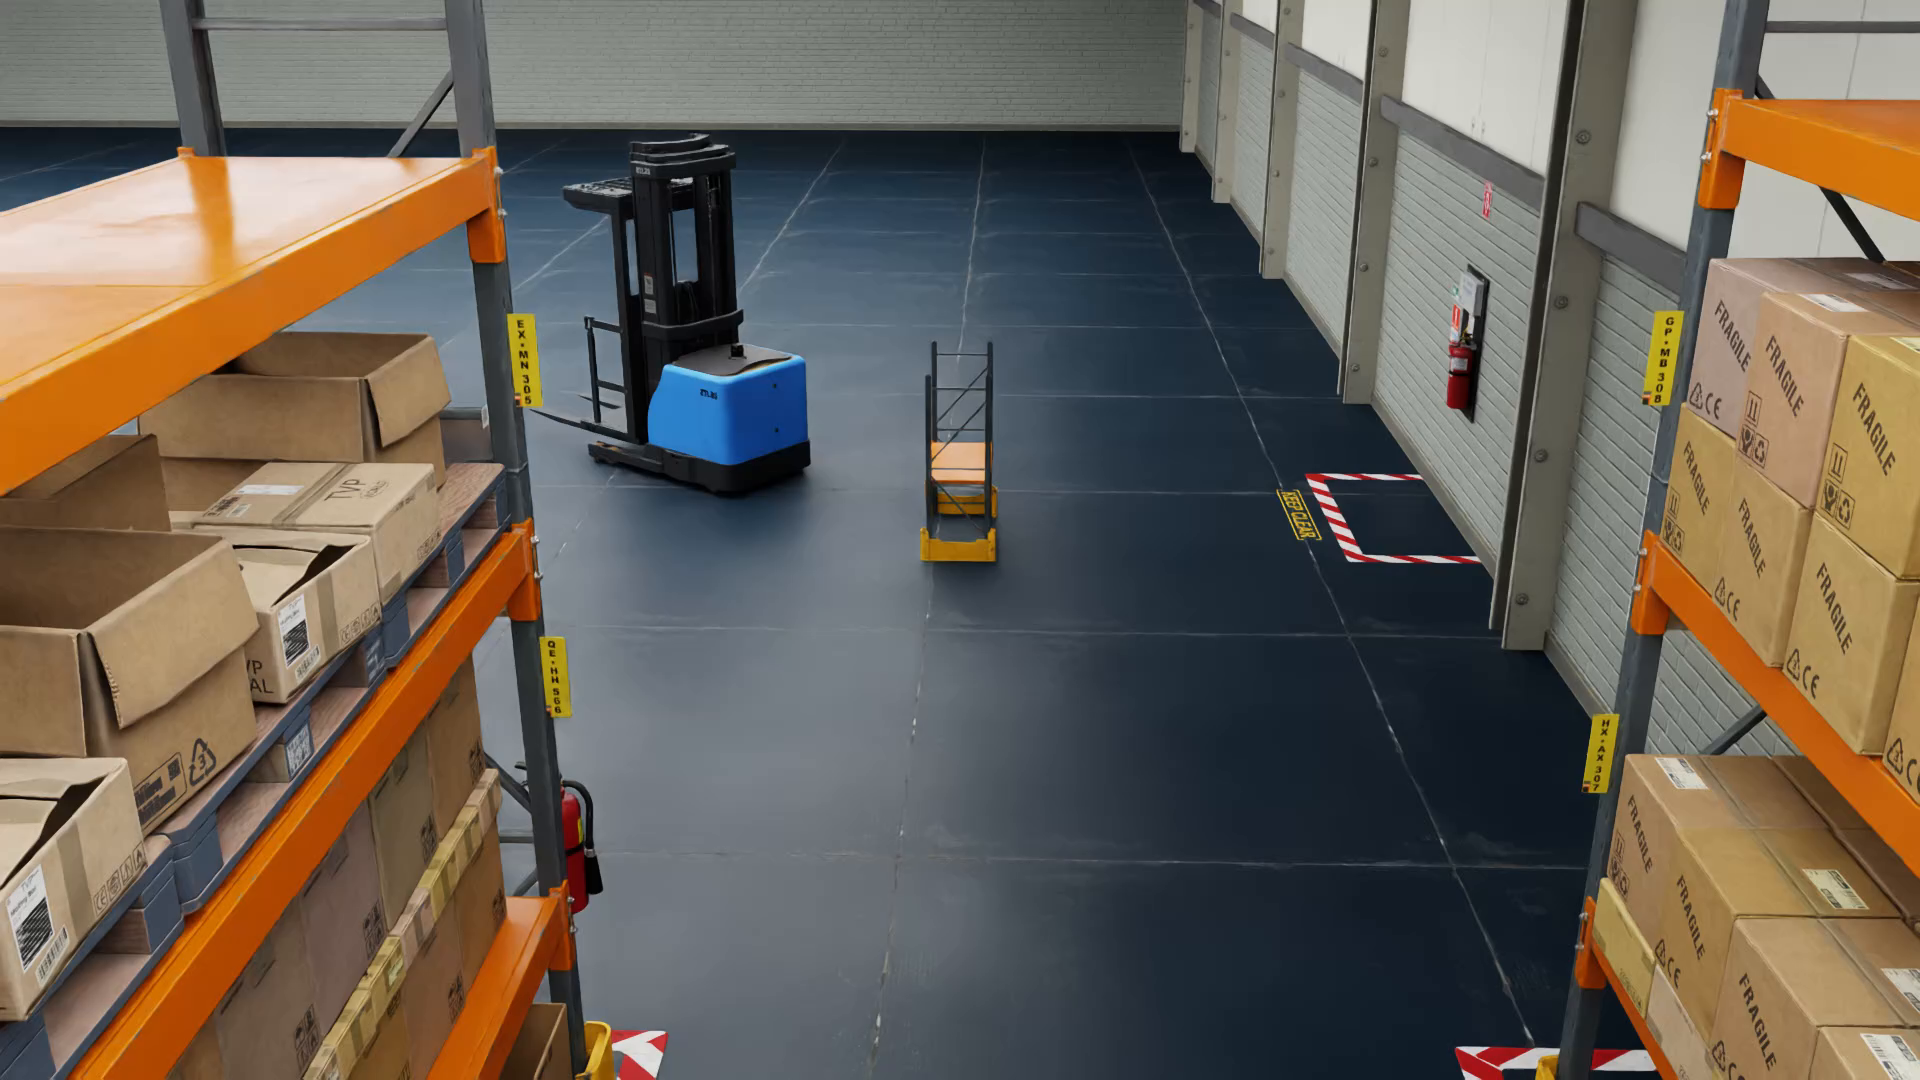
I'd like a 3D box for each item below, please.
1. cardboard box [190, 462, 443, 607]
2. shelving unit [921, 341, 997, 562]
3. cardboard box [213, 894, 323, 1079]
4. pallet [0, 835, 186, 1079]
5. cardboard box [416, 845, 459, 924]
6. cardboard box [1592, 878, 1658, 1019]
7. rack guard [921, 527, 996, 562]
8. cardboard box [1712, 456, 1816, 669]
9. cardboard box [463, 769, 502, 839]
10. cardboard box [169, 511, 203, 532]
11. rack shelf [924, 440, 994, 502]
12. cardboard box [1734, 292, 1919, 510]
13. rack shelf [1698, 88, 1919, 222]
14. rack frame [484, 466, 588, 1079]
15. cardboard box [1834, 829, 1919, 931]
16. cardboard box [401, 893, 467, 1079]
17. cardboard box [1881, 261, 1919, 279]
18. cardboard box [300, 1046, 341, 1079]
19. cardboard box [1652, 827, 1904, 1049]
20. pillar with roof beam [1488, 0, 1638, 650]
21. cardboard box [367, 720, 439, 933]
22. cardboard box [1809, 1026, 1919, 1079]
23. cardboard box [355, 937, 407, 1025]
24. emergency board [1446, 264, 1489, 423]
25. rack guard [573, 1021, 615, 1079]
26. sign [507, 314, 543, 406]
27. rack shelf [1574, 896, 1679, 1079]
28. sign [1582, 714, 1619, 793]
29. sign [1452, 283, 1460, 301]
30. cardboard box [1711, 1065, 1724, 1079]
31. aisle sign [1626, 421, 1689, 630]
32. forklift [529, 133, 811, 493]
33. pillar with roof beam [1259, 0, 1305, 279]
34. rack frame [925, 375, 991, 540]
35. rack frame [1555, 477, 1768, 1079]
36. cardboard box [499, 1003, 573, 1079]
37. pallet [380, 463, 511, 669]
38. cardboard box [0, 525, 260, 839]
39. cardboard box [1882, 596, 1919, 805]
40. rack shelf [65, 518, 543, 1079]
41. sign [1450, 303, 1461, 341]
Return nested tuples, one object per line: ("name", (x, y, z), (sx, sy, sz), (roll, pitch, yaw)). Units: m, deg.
("cardboard box", (-1.810, -0.023, 4.728), (0.500, 0.250, 0.500), (1, 21, 2))
("shelving unit", (0.002, -0.727, 13.329), (0.587, 1.500, 1.083), (1, 21, 2))
("cardboard box", (-2.107, 1.237, 4.262), (0.700, 0.500, 0.500), (1, 21, 2))
("pallet", (-2.160, 0.928, 2.967), (1.003, 0.211, 1.213), (1, 21, 2))
("cardboard box", (-1.874, 1.126, 5.446), (0.380, 0.149, 0.250), (0, 21, 1))
("cardboard box", (2.581, 1.434, 5.866), (0.500, 0.250, 0.500), (0, 21, 0))
("rack guard", (-0.013, 0.036, 13.091), (0.587, 0.250, 0.087), (1, 21, 2))
("cardboard box", (2.601, 0.058, 4.920), (0.500, 0.500, 0.500), (2, 21, 5))
("cardboard box", (-1.860, 0.938, 5.929), (0.380, 0.149, 0.250), (0, 21, 1))
("cardboard box", (-2.250, 0.028, 4.736), (0.380, 0.149, 0.250), (1, 21, 2))
("rack shelf", (0.003, -0.562, 13.402), (0.538, 0.185, 1.000), (1, 21, 2))
("cardboard box", (2.593, -0.403, 4.725), (0.500, 0.500, 0.500), (0, 21, 1))
("rack shelf", (2.852, -0.536, 3.470), (1.077, 0.370, 4.000), (1, 21, 2))
("rack frame", (-2.038, 1.147, 6.425), (1.000, 3.000, 0.127), (1, 21, 2))
("cardboard box", (3.086, 1.266, 5.262), (0.500, 0.500, 0.500), (1, 21, 2))
("cardboard box", (-2.077, 1.459, 5.483), (0.700, 0.500, 0.500), (1, 21, 3))
("cardboard box", (3.161, -0.561, 5.134), (0.500, 0.500, 0.500), (2, 21, 4))
("cardboard box", (-1.905, 1.499, 4.483), (0.380, 0.149, 0.250), (0, 21, 1))
("cardboard box", (2.573, 1.259, 5.280), (0.500, 0.500, 0.500), (1, 21, 2))
("pillar with roof beam", (-0.364, -3.551, 10.240), (9.100, 9.000, 0.400), (1, 21, 2))
("cardboard box", (-2.078, 0.874, 5.199), (0.700, 0.500, 0.500), (0, 21, 0))
("cardboard box", (2.547, 1.633, 4.317), (0.500, 0.500, 0.500), (1, 21, 3))
("cardboard box", (-1.891, 1.311, 4.967), (0.380, 0.149, 0.250), (1, 21, 3))
("emergency board", (4.052, -1.599, 13.504), (0.194, 1.169, 0.643), (1, 21, 2))
("rack guard", (-2.038, 2.304, 6.900), (1.175, 0.500, 0.348), (1, 21, 2))
("sign", (-1.496, -0.616, 5.709), (0.100, 0.325, 0.005), (1, 21, 2))
("rack shelf", (2.852, 2.259, 4.555), (1.077, 0.370, 4.000), (1, 21, 2))
("sign", (2.371, 0.791, 6.147), (0.100, 0.325, 0.005), (1, 21, 2))
("sign", (4.163, -2.060, 13.910), (0.001, 0.109, 0.331), (1, 21, 2))
("cardboard box", (2.558, 1.806, 4.907), (0.500, 0.250, 0.500), (0, 21, 1))
("aisle sign", (2.615, -0.041, 5.894), (0.394, 0.787, 0.004), (1, 21, 2))
("forklift", (-2.820, -2.193, 15.130), (3.031, 2.935, 1.130), (16, 27, 36))
("pillar with roof beam", (0.001, -7.889, 21.422), (9.100, 9.000, 0.400), (1, 21, 2))
("rack frame", (-0.013, -0.546, 12.863), (0.500, 1.500, 0.032), (1, 21, 2))
("rack frame", (2.913, 1.200, 6.288), (1.000, 3.000, 0.127), (1, 21, 2))
("cardboard box", (-1.757, 2.081, 6.203), (0.500, 0.500, 0.500), (1, 21, 2))
("pallet", (-2.086, 0.045, 5.241), (1.003, 0.211, 1.213), (1, 21, 2))
("cardboard box", (-1.984, 0.292, 3.567), (0.797, 0.503, 0.637), (3, 21, 8))
("cardboard box", (2.594, 0.440, 3.936), (0.500, 0.500, 0.500), (2, 21, 5))
("rack shelf", (-2.099, 0.807, 4.149), (1.077, 0.370, 4.000), (1, 21, 2))
("sign", (4.172, -1.815, 14.010), (0.001, 0.329, 0.234), (1, 21, 2))
